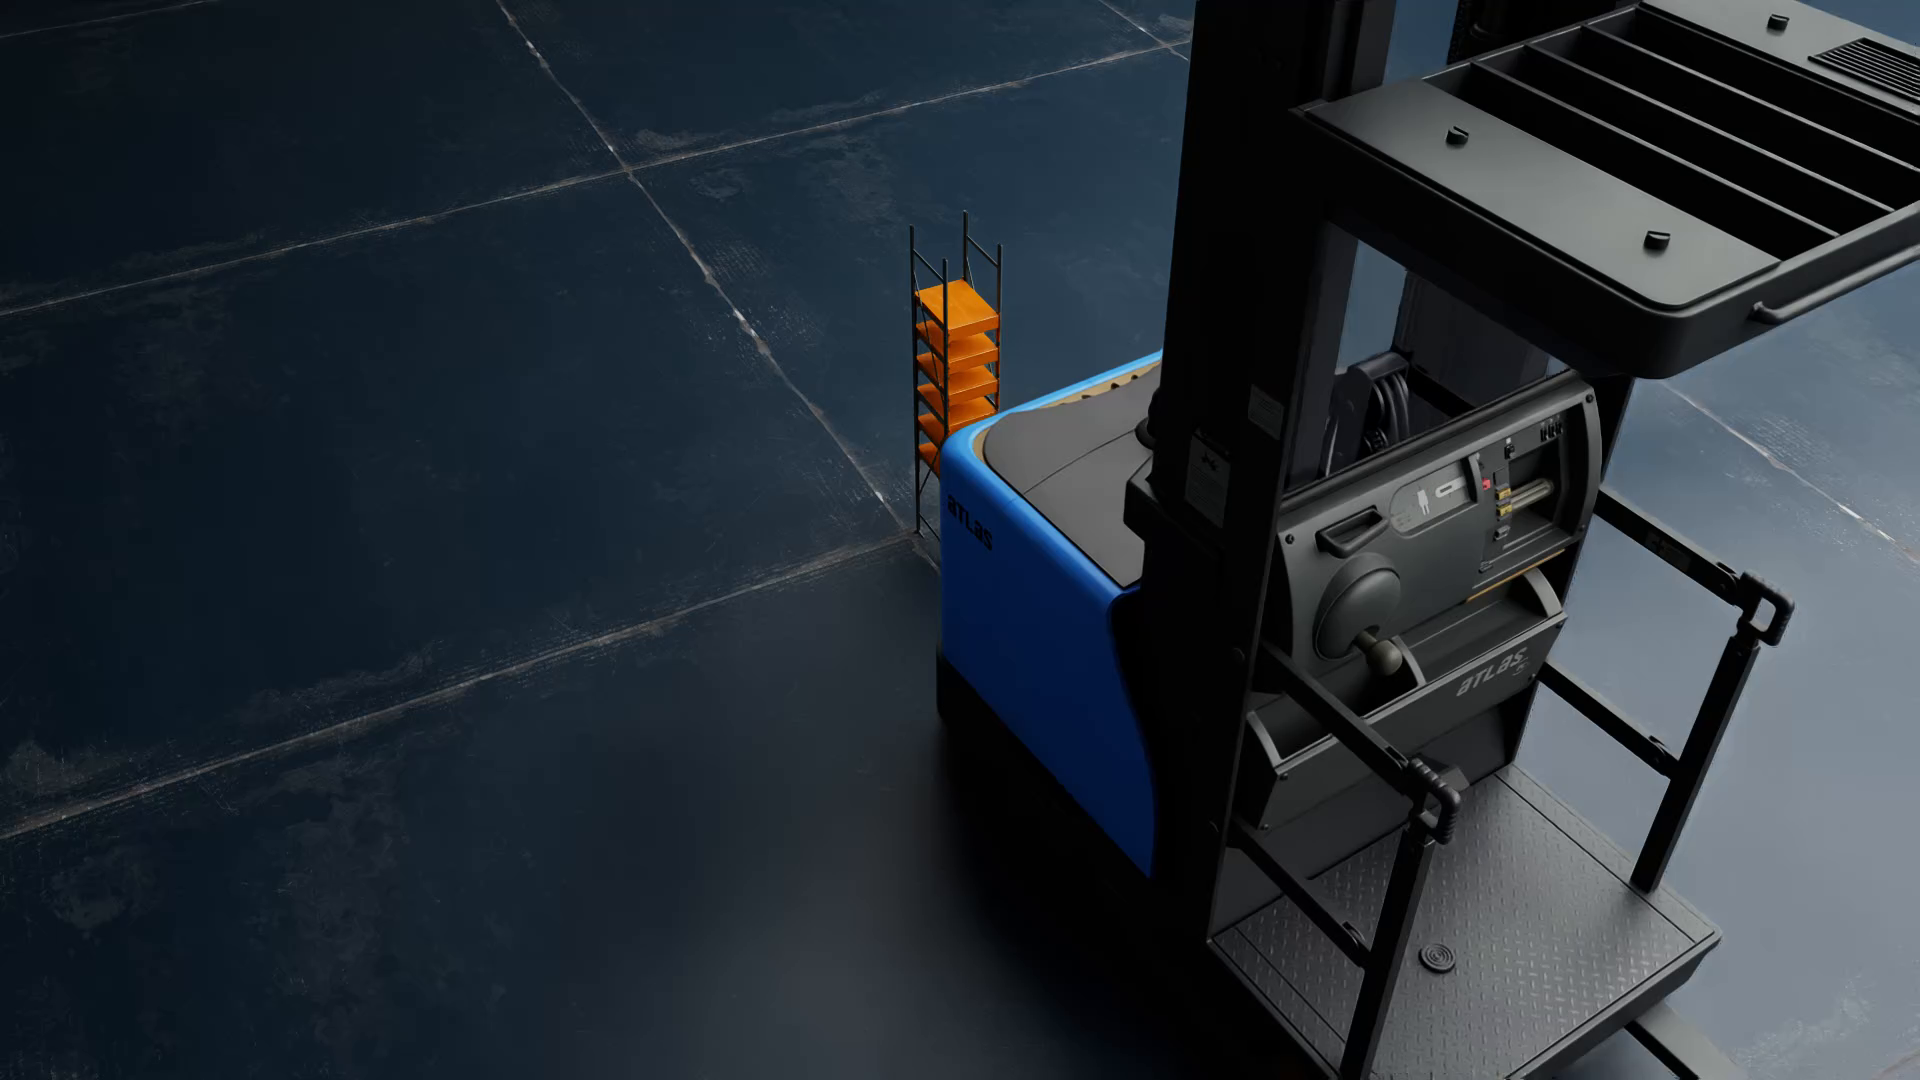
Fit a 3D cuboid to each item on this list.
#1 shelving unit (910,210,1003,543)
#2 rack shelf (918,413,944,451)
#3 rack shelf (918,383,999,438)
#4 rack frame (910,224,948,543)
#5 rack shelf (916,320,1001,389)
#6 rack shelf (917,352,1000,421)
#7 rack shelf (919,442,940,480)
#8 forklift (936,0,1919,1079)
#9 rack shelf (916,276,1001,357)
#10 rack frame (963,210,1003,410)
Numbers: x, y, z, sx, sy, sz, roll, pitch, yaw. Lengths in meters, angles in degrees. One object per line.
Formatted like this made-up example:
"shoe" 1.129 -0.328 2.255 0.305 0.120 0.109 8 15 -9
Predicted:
"shelving unit" -0.013 -0.454 5.357 0.189 1.200 0.258 -19 44 -21
"rack shelf" -0.013 -0.328 5.463 0.180 0.103 0.258 -19 44 -21
"rack shelf" -0.013 -0.420 5.386 0.180 0.103 0.258 -19 44 -21
"rack frame" -0.094 -0.426 5.325 0.006 1.200 0.240 -19 44 -21
"rack shelf" -0.013 -0.603 5.231 0.180 0.103 0.258 -19 44 -21
"rack shelf" -0.013 -0.511 5.308 0.180 0.103 0.258 -19 44 -21
"rack shelf" -0.013 -0.237 5.541 0.180 0.103 0.258 -19 44 -21
"forklift" 1.158 0.050 3.423 1.130 2.935 3.031 -23 45 -25
"rack shelf" -0.013 -0.694 5.153 0.180 0.103 0.258 -19 44 -21
"rack frame" 0.068 -0.481 5.389 0.006 1.200 0.240 -19 44 -21
